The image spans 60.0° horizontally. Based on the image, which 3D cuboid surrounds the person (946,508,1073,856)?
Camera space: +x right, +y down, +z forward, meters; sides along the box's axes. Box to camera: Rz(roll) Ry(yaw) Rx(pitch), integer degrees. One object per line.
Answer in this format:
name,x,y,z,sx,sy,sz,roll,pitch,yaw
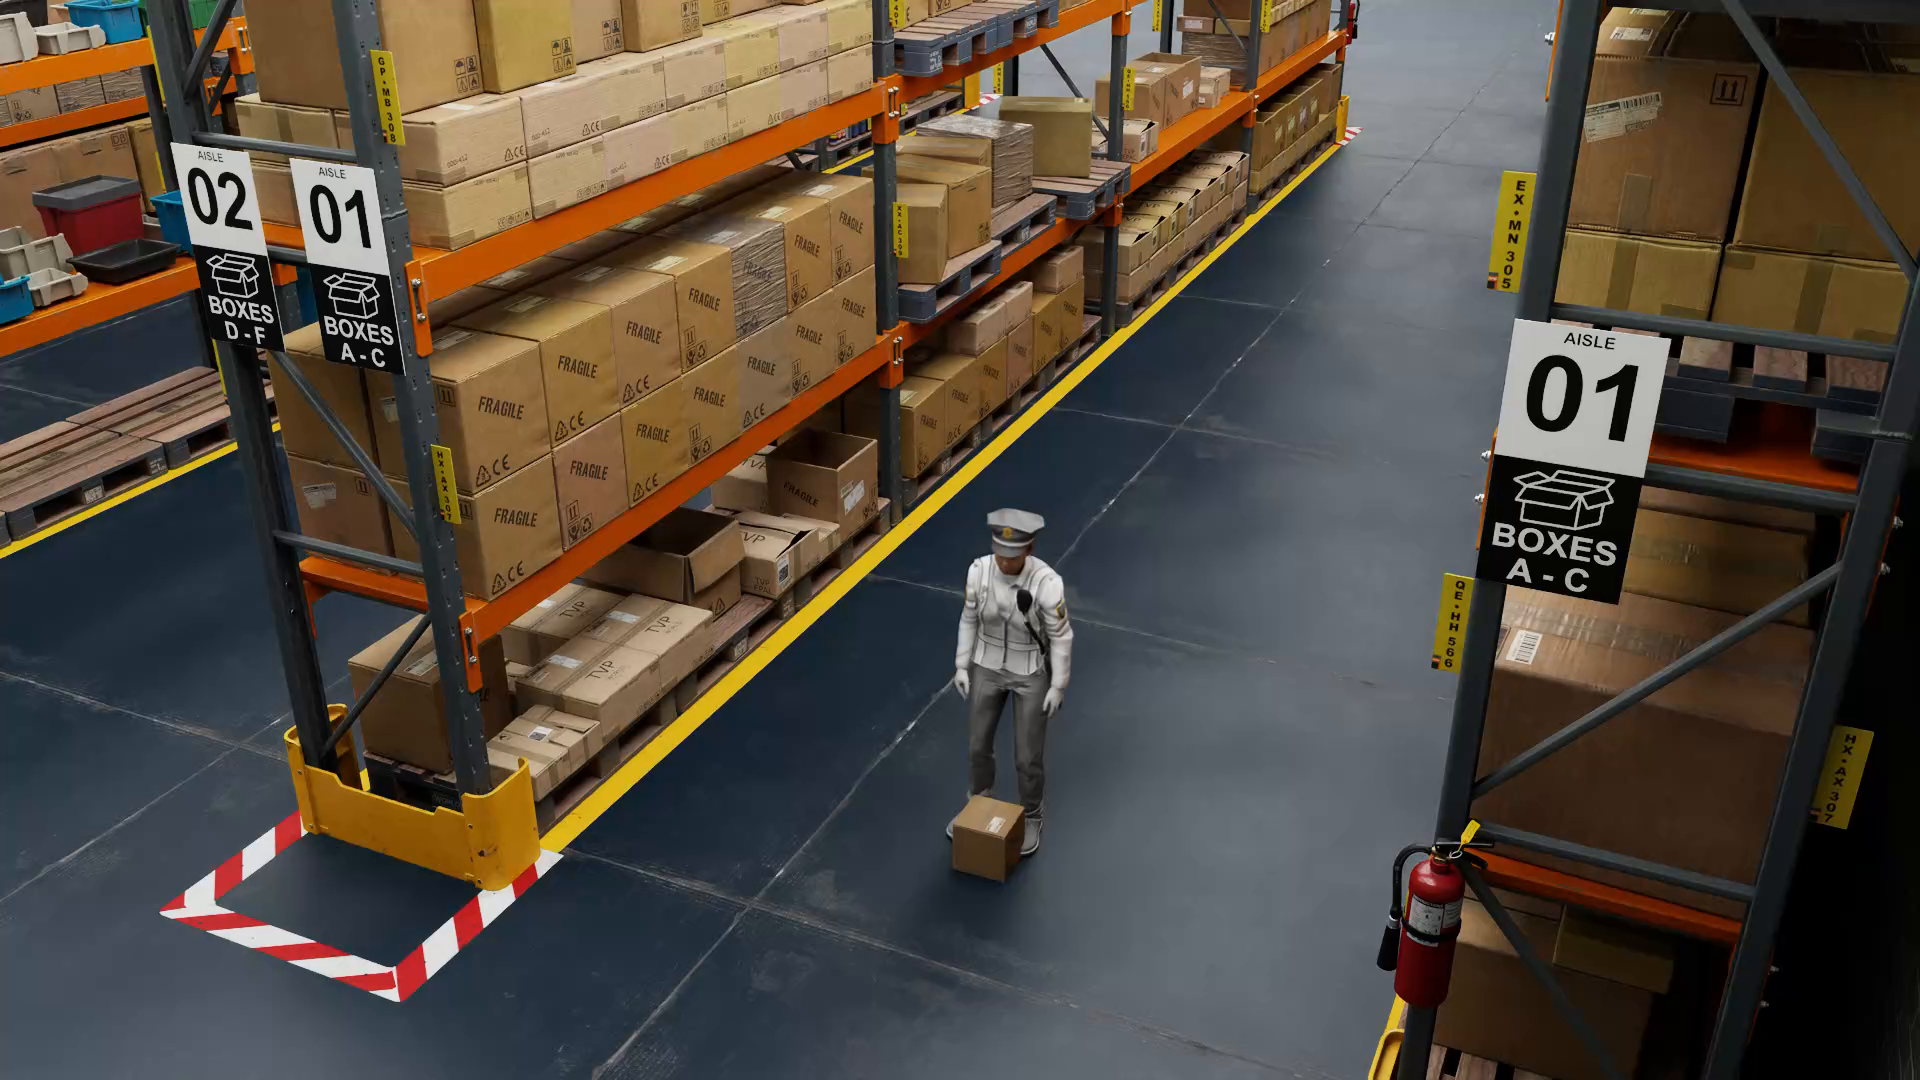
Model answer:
person,0.226,0.611,7.375,0.532,1.661,0.375,10,28,19
